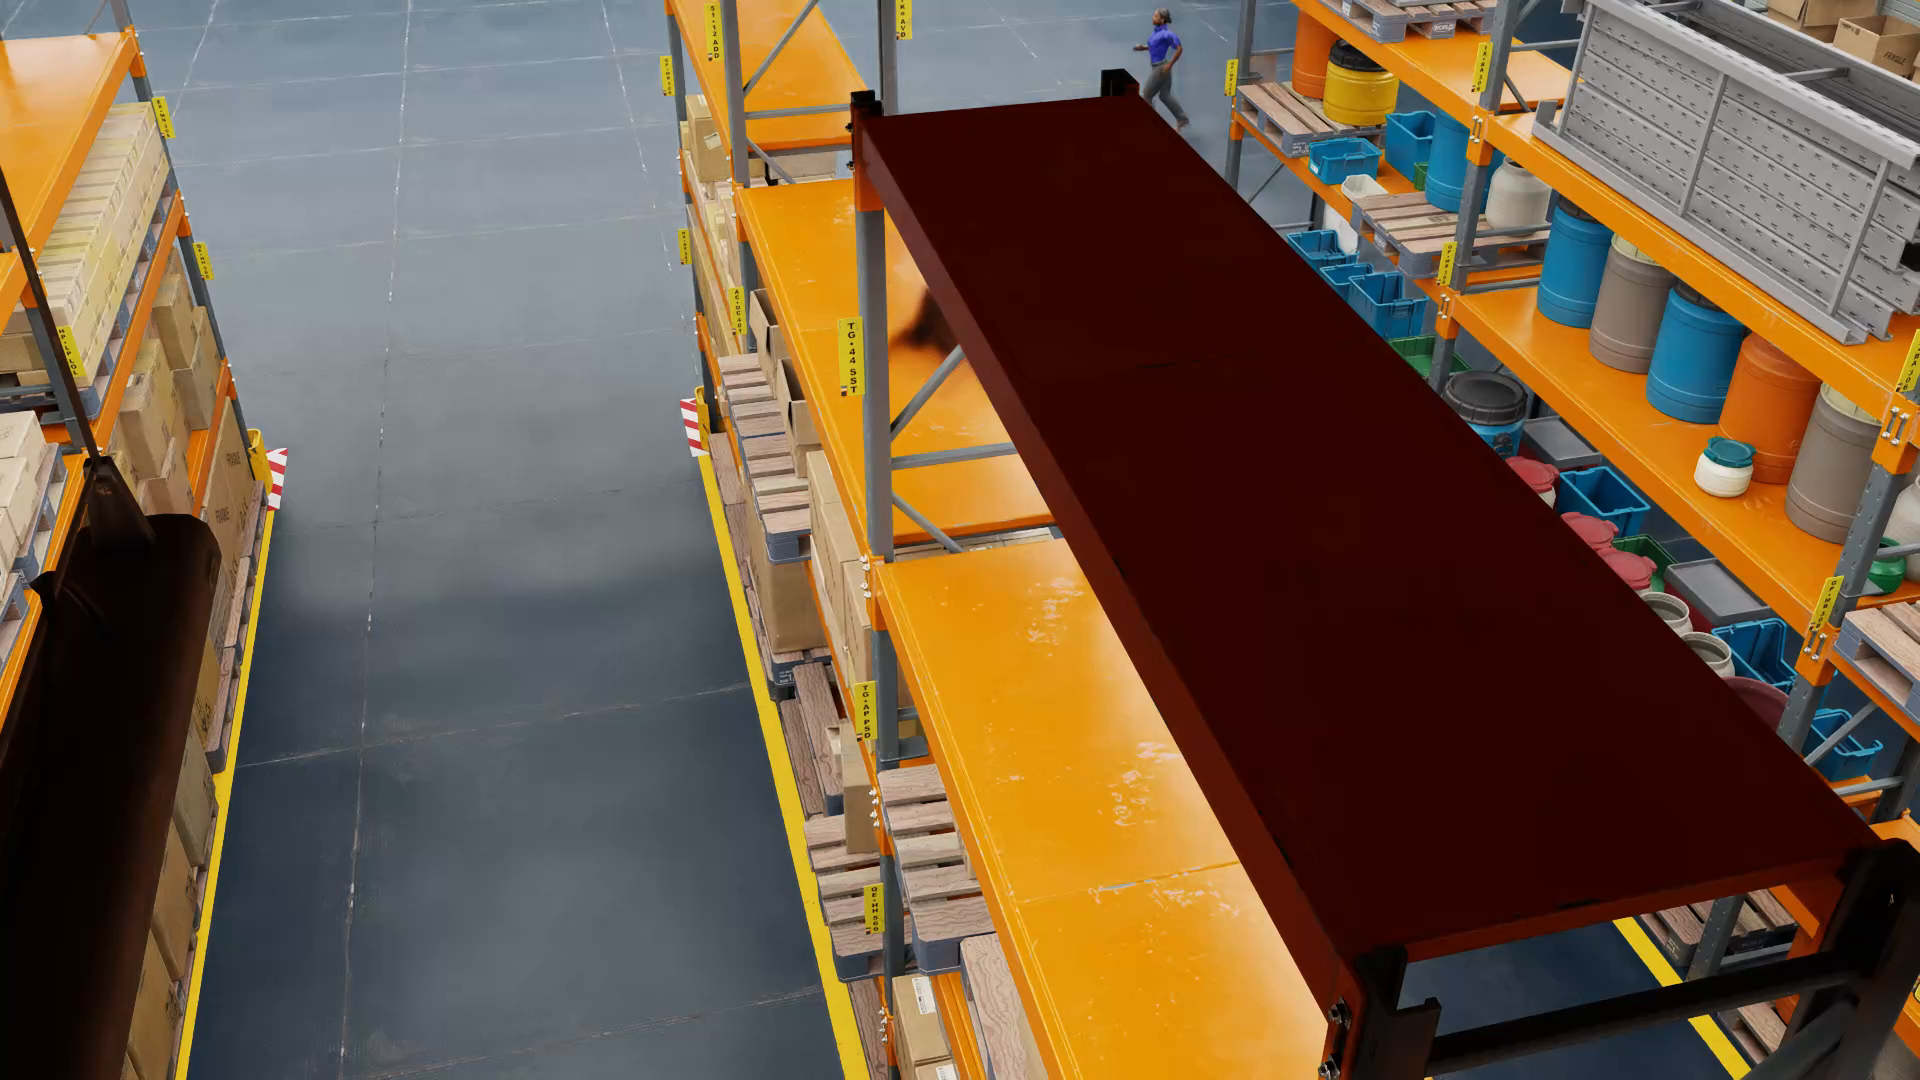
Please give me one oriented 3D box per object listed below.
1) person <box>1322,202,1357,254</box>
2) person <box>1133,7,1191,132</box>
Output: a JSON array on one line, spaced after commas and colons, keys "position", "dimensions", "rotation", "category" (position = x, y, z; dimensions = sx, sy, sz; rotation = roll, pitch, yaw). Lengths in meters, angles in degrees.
[{"position": [3.817, -3.014, 16.976], "dimensions": [0.774, 1.722, 0.591], "rotation": [-25, 42, -32], "category": "person"}, {"position": [2.589, -5.990, 21.357], "dimensions": [0.854, 1.699, 0.574], "rotation": [4, 35, 5], "category": "person"}]
